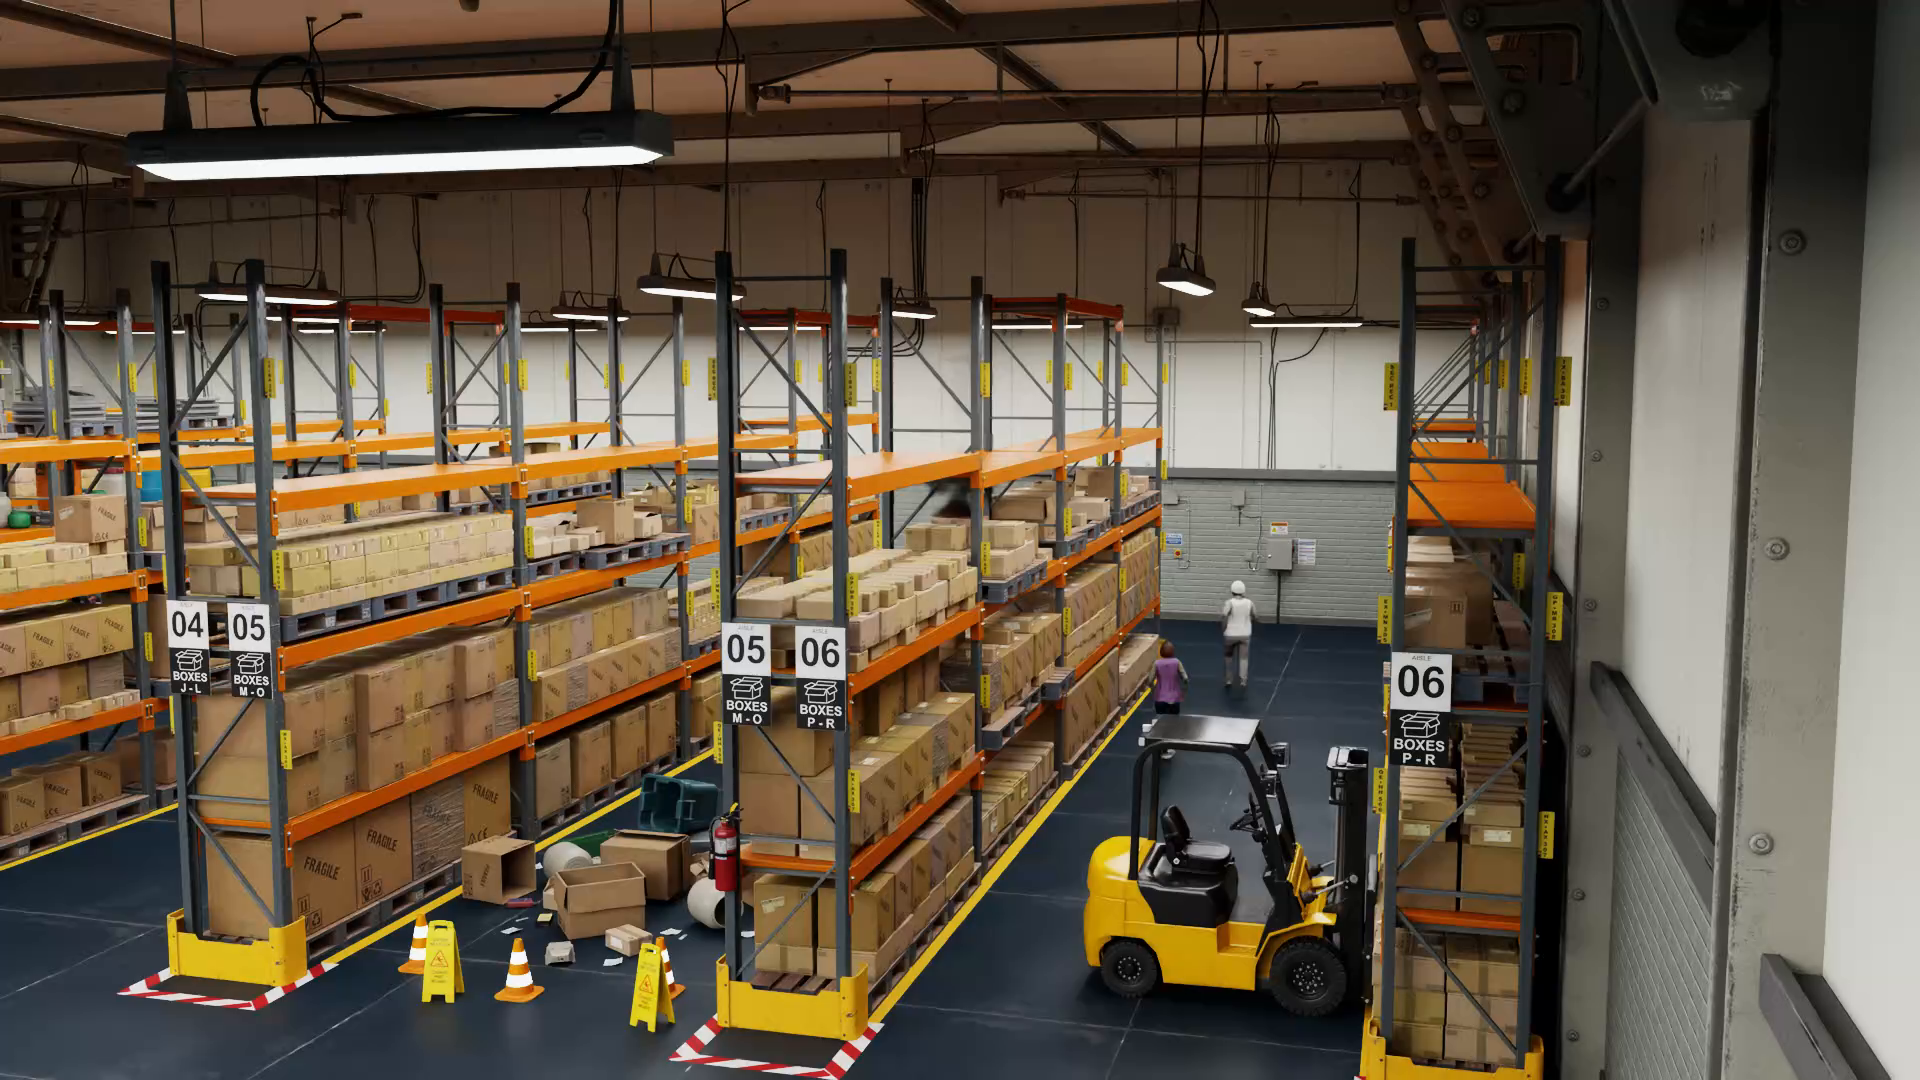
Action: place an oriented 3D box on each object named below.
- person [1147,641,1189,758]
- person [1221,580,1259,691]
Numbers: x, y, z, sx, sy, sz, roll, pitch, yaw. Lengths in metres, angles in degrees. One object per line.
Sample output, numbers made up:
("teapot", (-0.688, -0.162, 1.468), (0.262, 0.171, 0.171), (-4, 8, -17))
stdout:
("person", (2.722, 2.100, 21.745), (0.546, 1.562, 0.496), (1, 6, 9))
("person", (4.369, 1.546, 26.047), (0.624, 1.822, 1.008), (0, 6, 3))
